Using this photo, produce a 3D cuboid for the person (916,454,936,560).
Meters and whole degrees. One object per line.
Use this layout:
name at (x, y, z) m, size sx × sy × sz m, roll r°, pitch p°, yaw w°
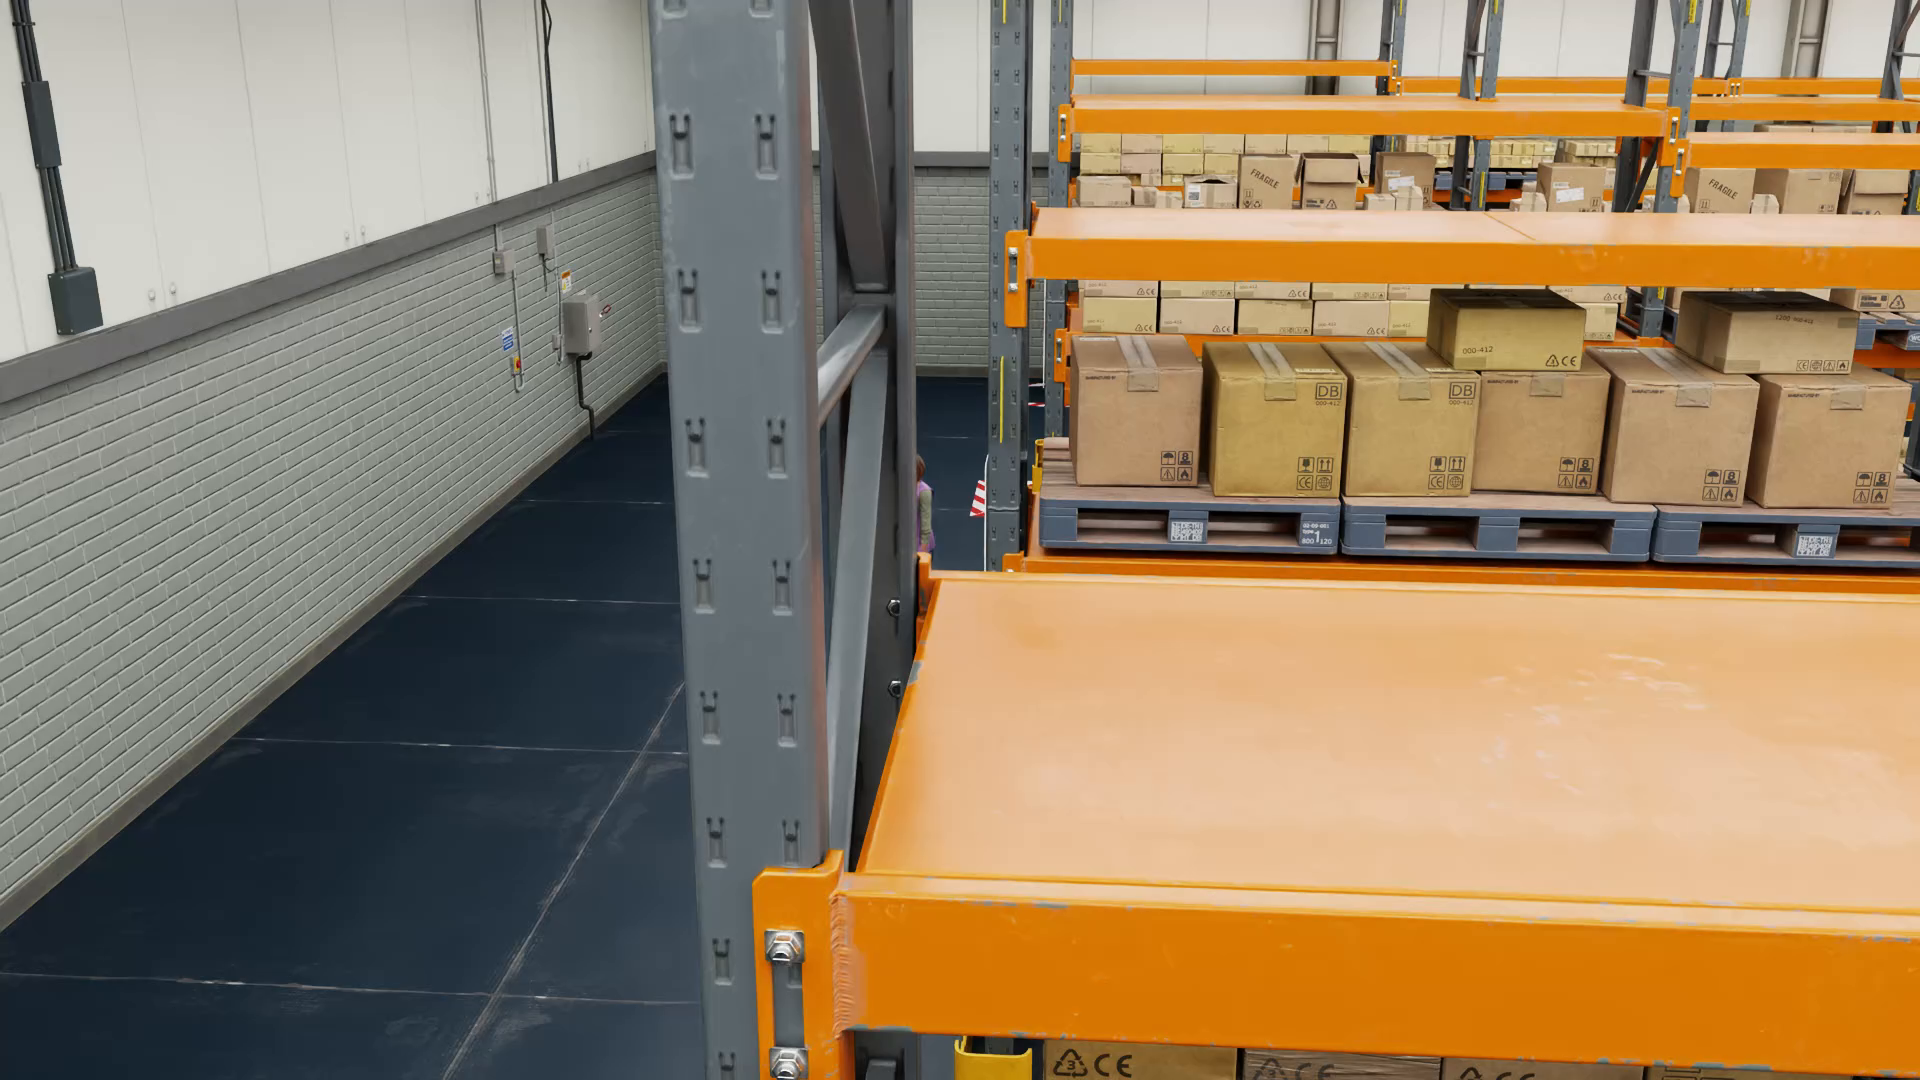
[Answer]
person at (-0.385, 0.075, 13.303) m, size 0.400 × 1.582 × 0.479 m, roll -13°, pitch 22°, yaw -36°
